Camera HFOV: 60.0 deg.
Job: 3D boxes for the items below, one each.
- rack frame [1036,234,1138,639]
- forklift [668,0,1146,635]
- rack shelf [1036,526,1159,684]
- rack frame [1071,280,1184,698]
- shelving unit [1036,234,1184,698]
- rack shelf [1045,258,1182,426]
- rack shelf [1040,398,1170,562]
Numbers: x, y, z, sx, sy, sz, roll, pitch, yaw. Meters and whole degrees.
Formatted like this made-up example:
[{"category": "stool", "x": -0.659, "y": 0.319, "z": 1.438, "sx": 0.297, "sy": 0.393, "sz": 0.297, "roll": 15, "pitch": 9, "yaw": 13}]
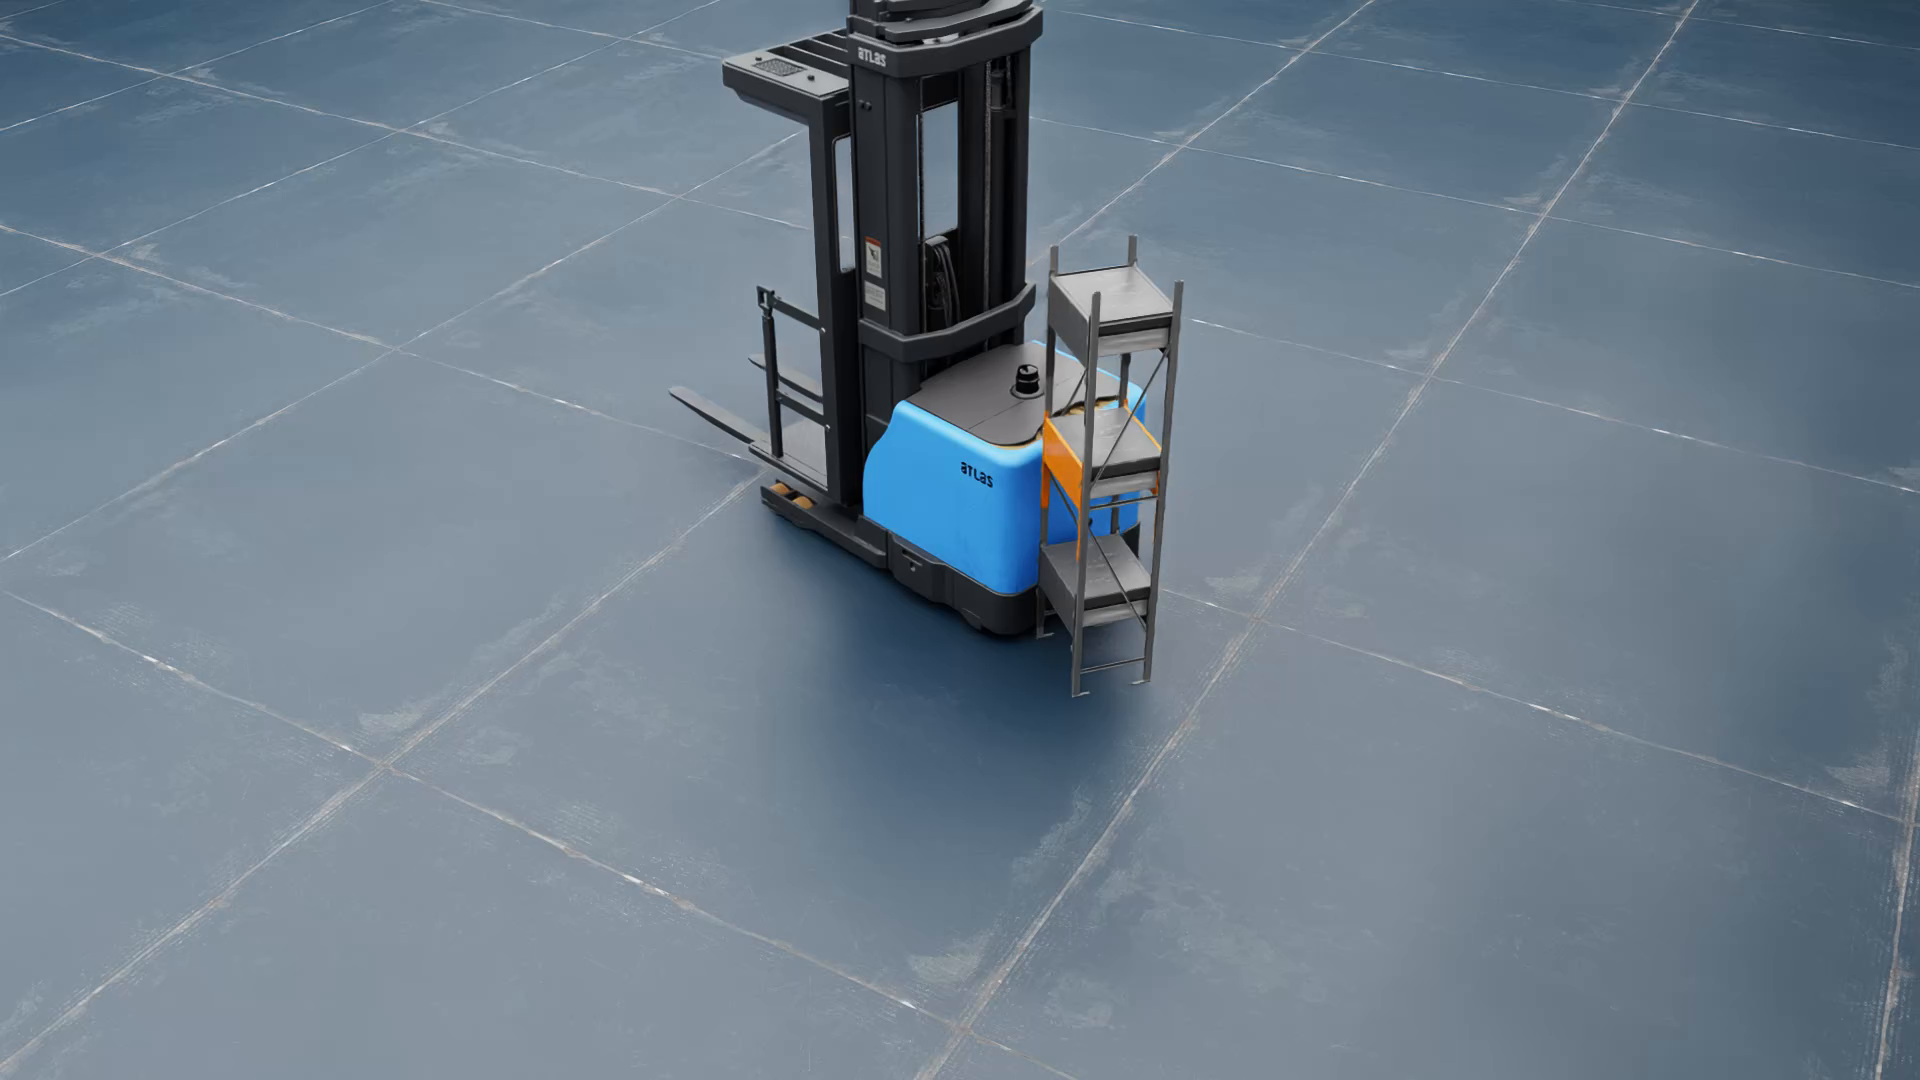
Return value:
[{"category": "rack frame", "x": 0.575, "y": -0.418, "z": 7.752, "sx": 0.400, "sy": 2.100, "sz": 0.015, "roll": -10, "pitch": 35, "yaw": -15}, {"category": "forklift", "x": -0.455, "y": -1.468, "z": 8.582, "sx": 1.130, "sy": 2.935, "sz": 3.031, "roll": -29, "pitch": 43, "yaw": -36}, {"category": "rack shelf", "x": 0.648, "y": 0.306, "z": 7.954, "sx": 0.431, "sy": 0.518, "sz": 0.480, "roll": -10, "pitch": 35, "yaw": -15}, {"category": "rack frame", "x": 0.725, "y": -0.160, "z": 7.366, "sx": 0.400, "sy": 2.100, "sz": 0.015, "roll": -10, "pitch": 35, "yaw": -15}, {"category": "shelving unit", "x": 0.650, "y": -0.289, "z": 7.559, "sx": 0.431, "sy": 2.100, "sz": 0.503, "roll": -10, "pitch": 35, "yaw": -15}, {"category": "rack shelf", "x": 0.652, "y": -0.860, "z": 7.179, "sx": 0.431, "sy": 0.518, "sz": 0.480, "roll": -10, "pitch": 35, "yaw": -15}, {"category": "rack shelf", "x": 0.650, "y": -0.277, "z": 7.567, "sx": 0.431, "sy": 0.518, "sz": 0.480, "roll": -10, "pitch": 35, "yaw": -15}]
